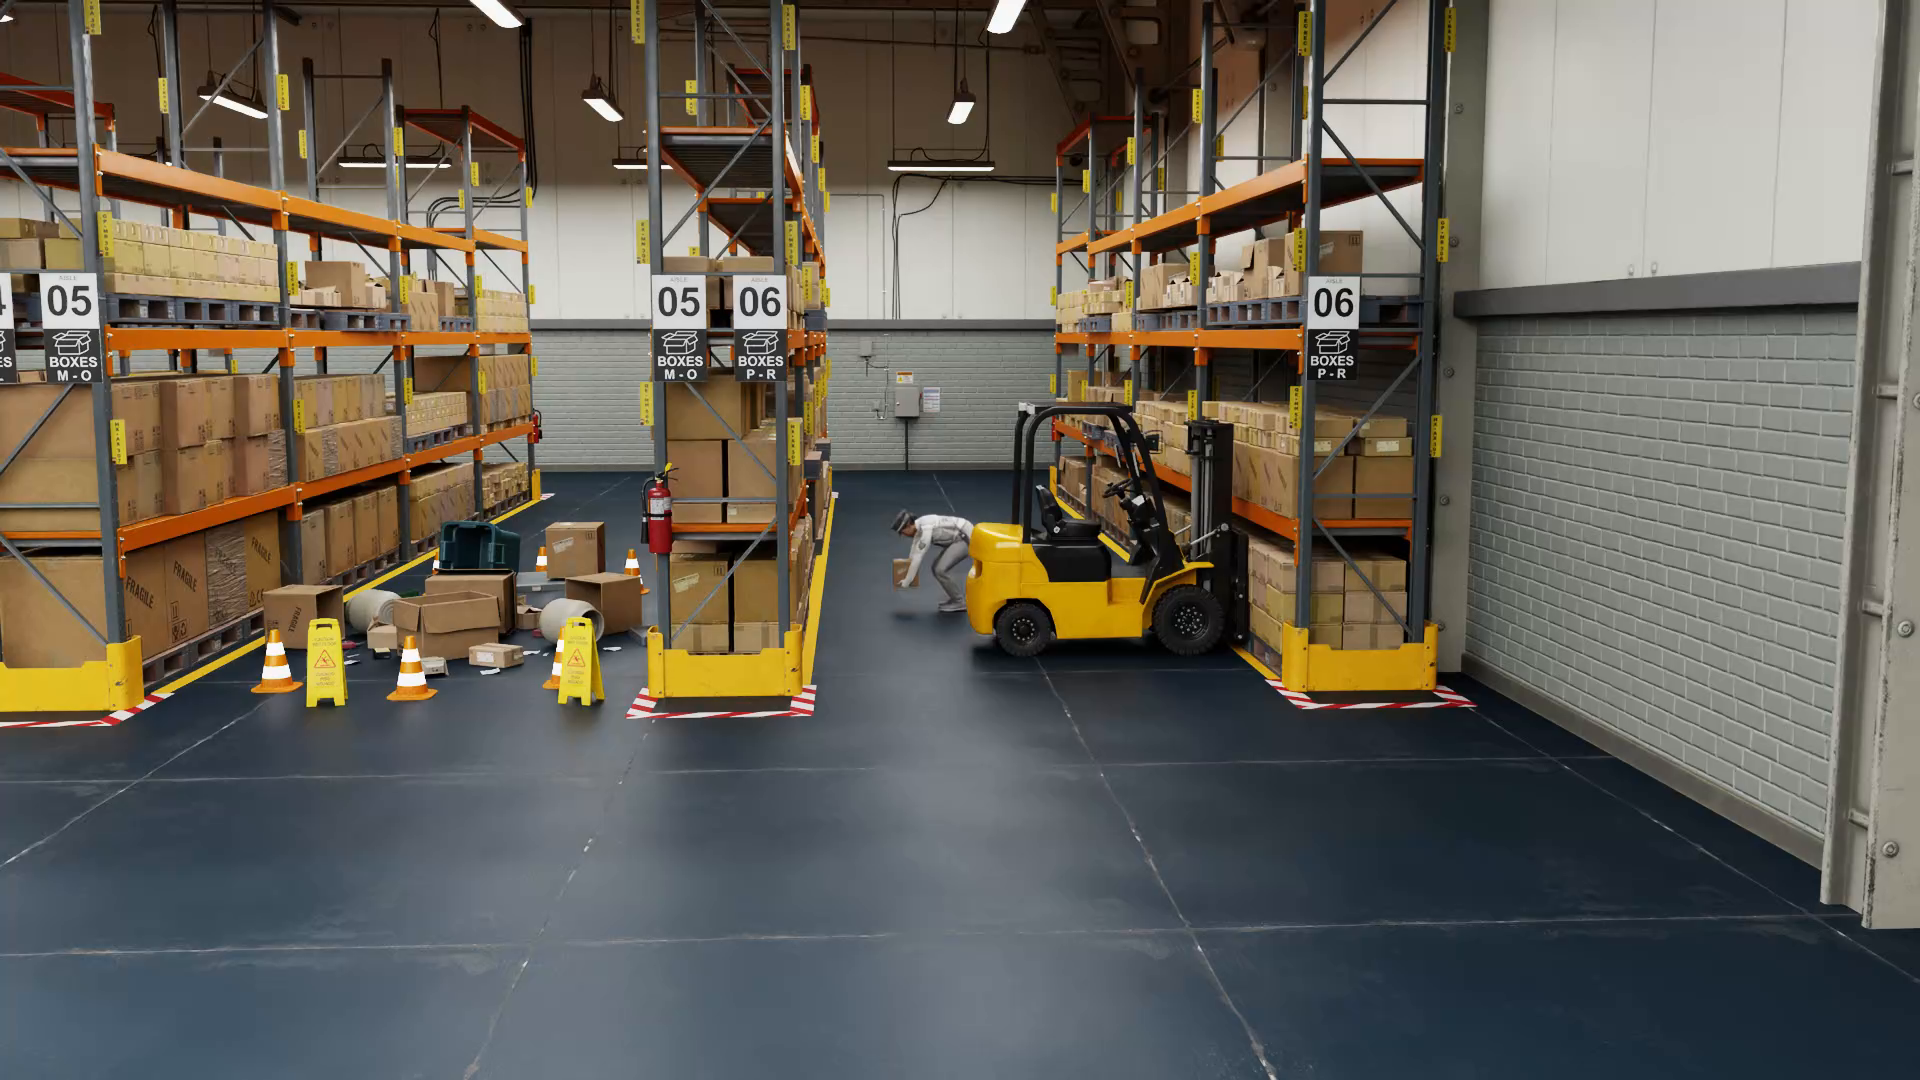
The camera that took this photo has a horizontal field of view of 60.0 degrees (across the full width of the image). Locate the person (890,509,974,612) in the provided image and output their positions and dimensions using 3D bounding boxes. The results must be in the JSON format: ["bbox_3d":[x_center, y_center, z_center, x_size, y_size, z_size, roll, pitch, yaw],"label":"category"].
[{"bbox_3d":[-0.254,0.198,16.757,0.922,1.030,0.460,-1,7,-6],"label":"person"}]
